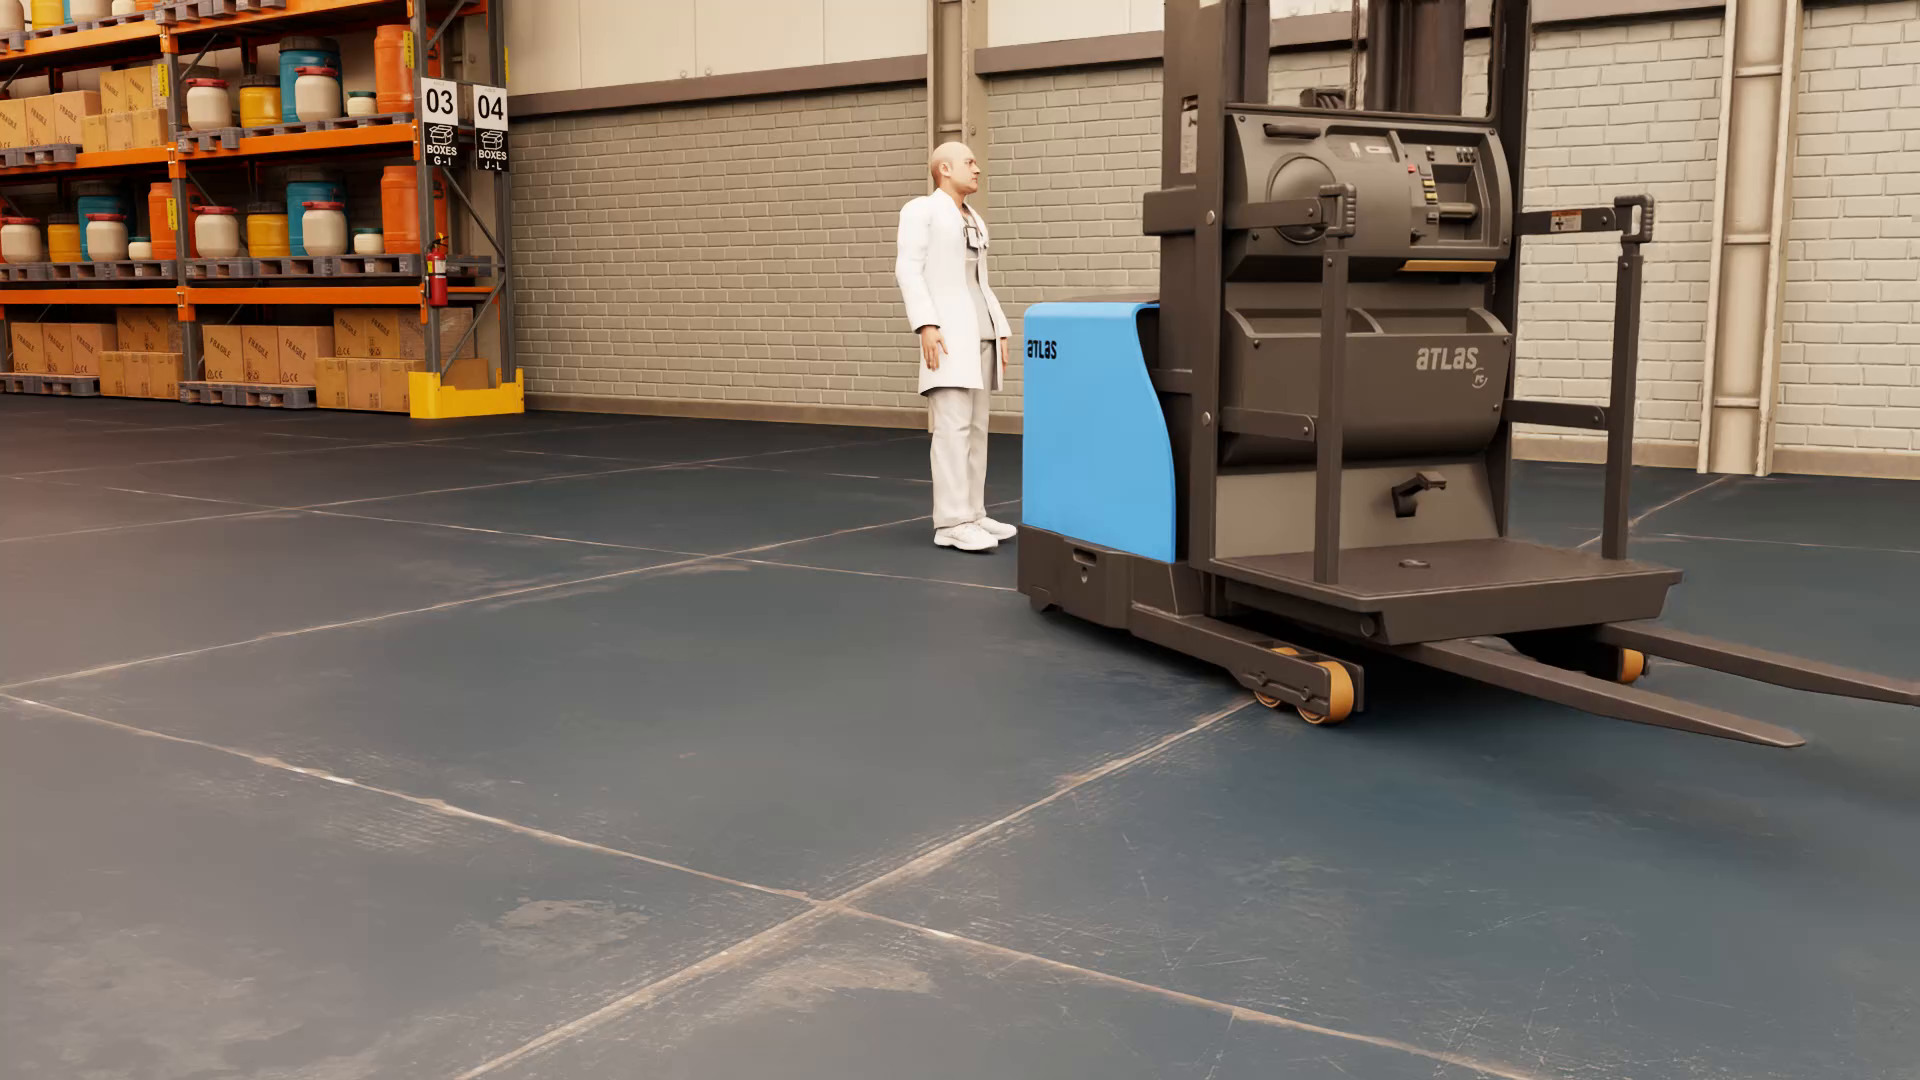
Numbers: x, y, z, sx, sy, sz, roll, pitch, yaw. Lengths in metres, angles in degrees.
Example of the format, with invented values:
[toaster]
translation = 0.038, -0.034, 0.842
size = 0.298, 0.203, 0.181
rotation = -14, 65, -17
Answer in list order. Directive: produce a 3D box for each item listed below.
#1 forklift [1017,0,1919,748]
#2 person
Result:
[forklift]
translation = 1.274, -1.046, 4.546
size = 1.130, 2.935, 3.031
rotation = -4, 9, -24
[person]
translation = 0.072, -0.879, 7.424
size = 0.581, 1.775, 0.696
rotation = 5, 10, 34
